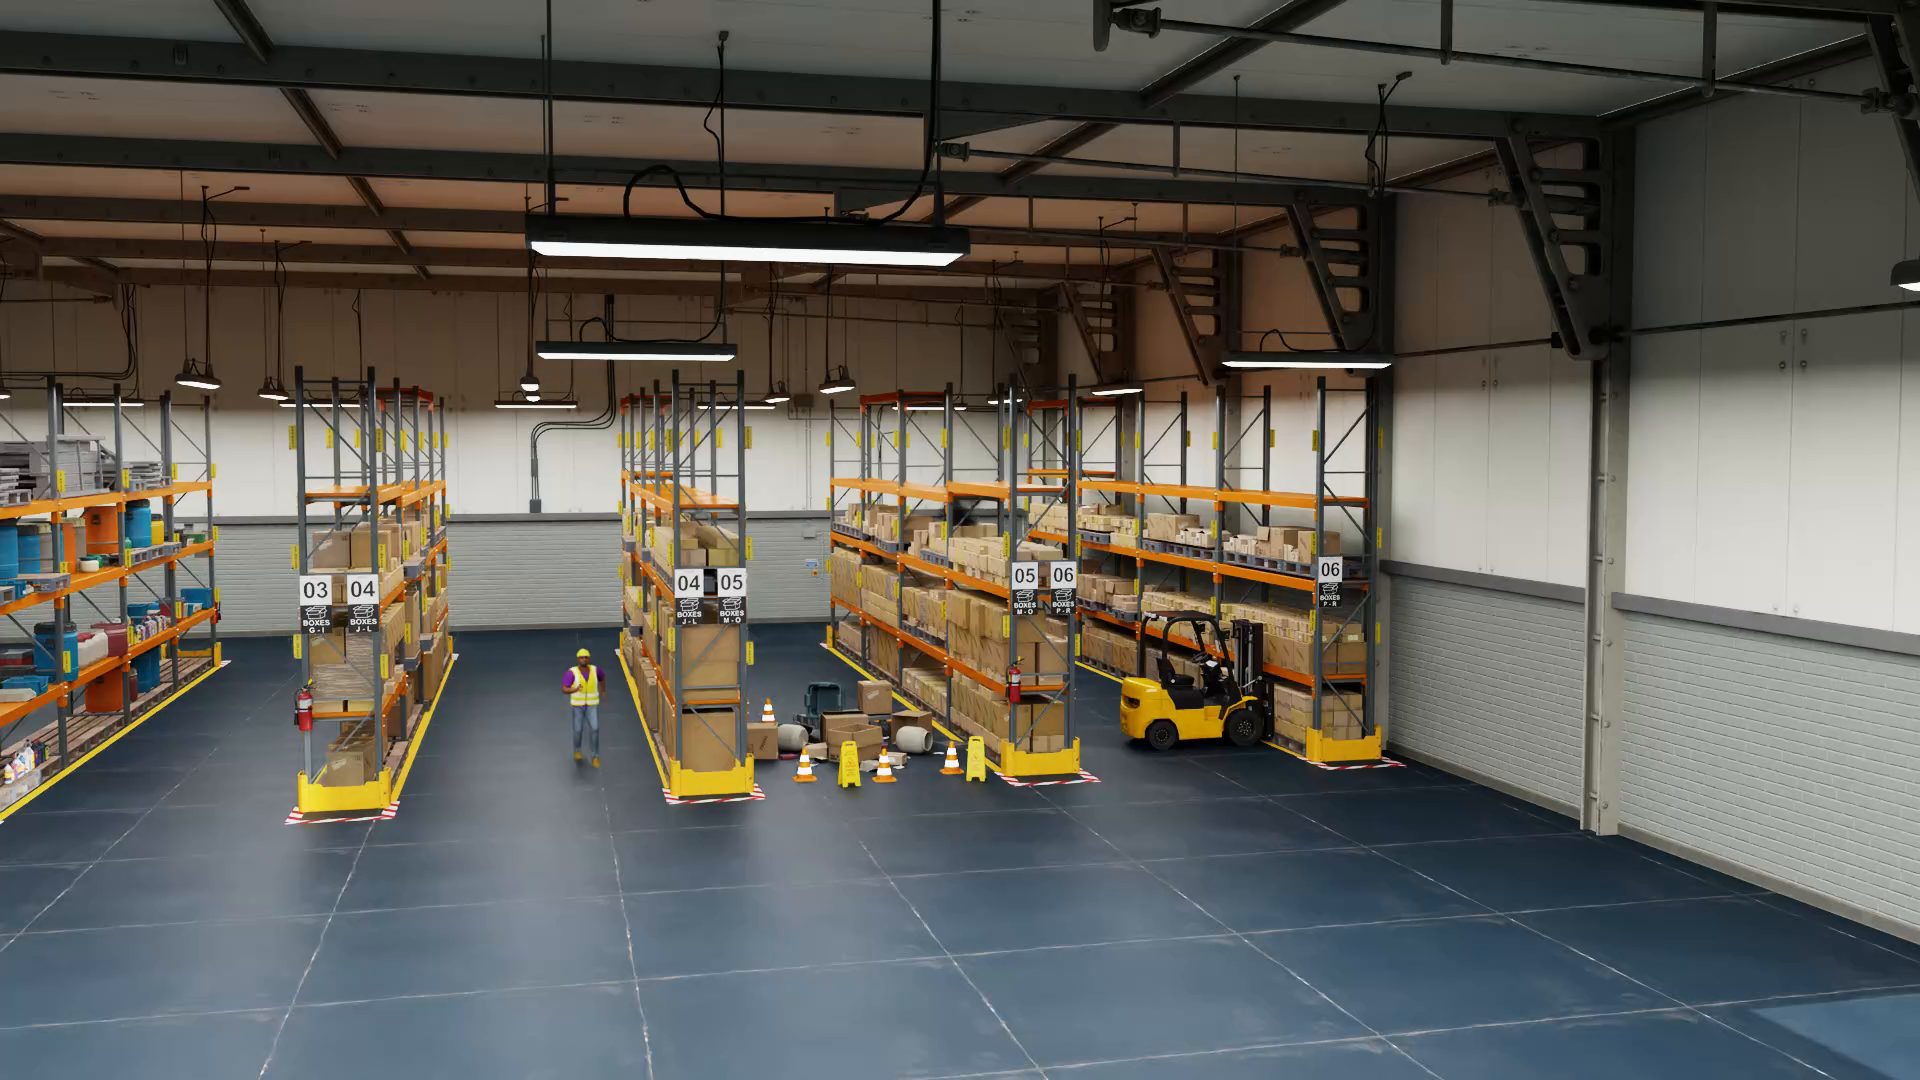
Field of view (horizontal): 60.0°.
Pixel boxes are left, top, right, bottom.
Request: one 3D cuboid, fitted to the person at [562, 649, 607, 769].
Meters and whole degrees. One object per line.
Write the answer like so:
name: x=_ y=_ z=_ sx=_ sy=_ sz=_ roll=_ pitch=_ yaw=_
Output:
person: x=-5.791 y=2.580 z=25.650 sx=0.692 sy=1.820 sz=0.796 roll=-1 pitch=4 yaw=-19
